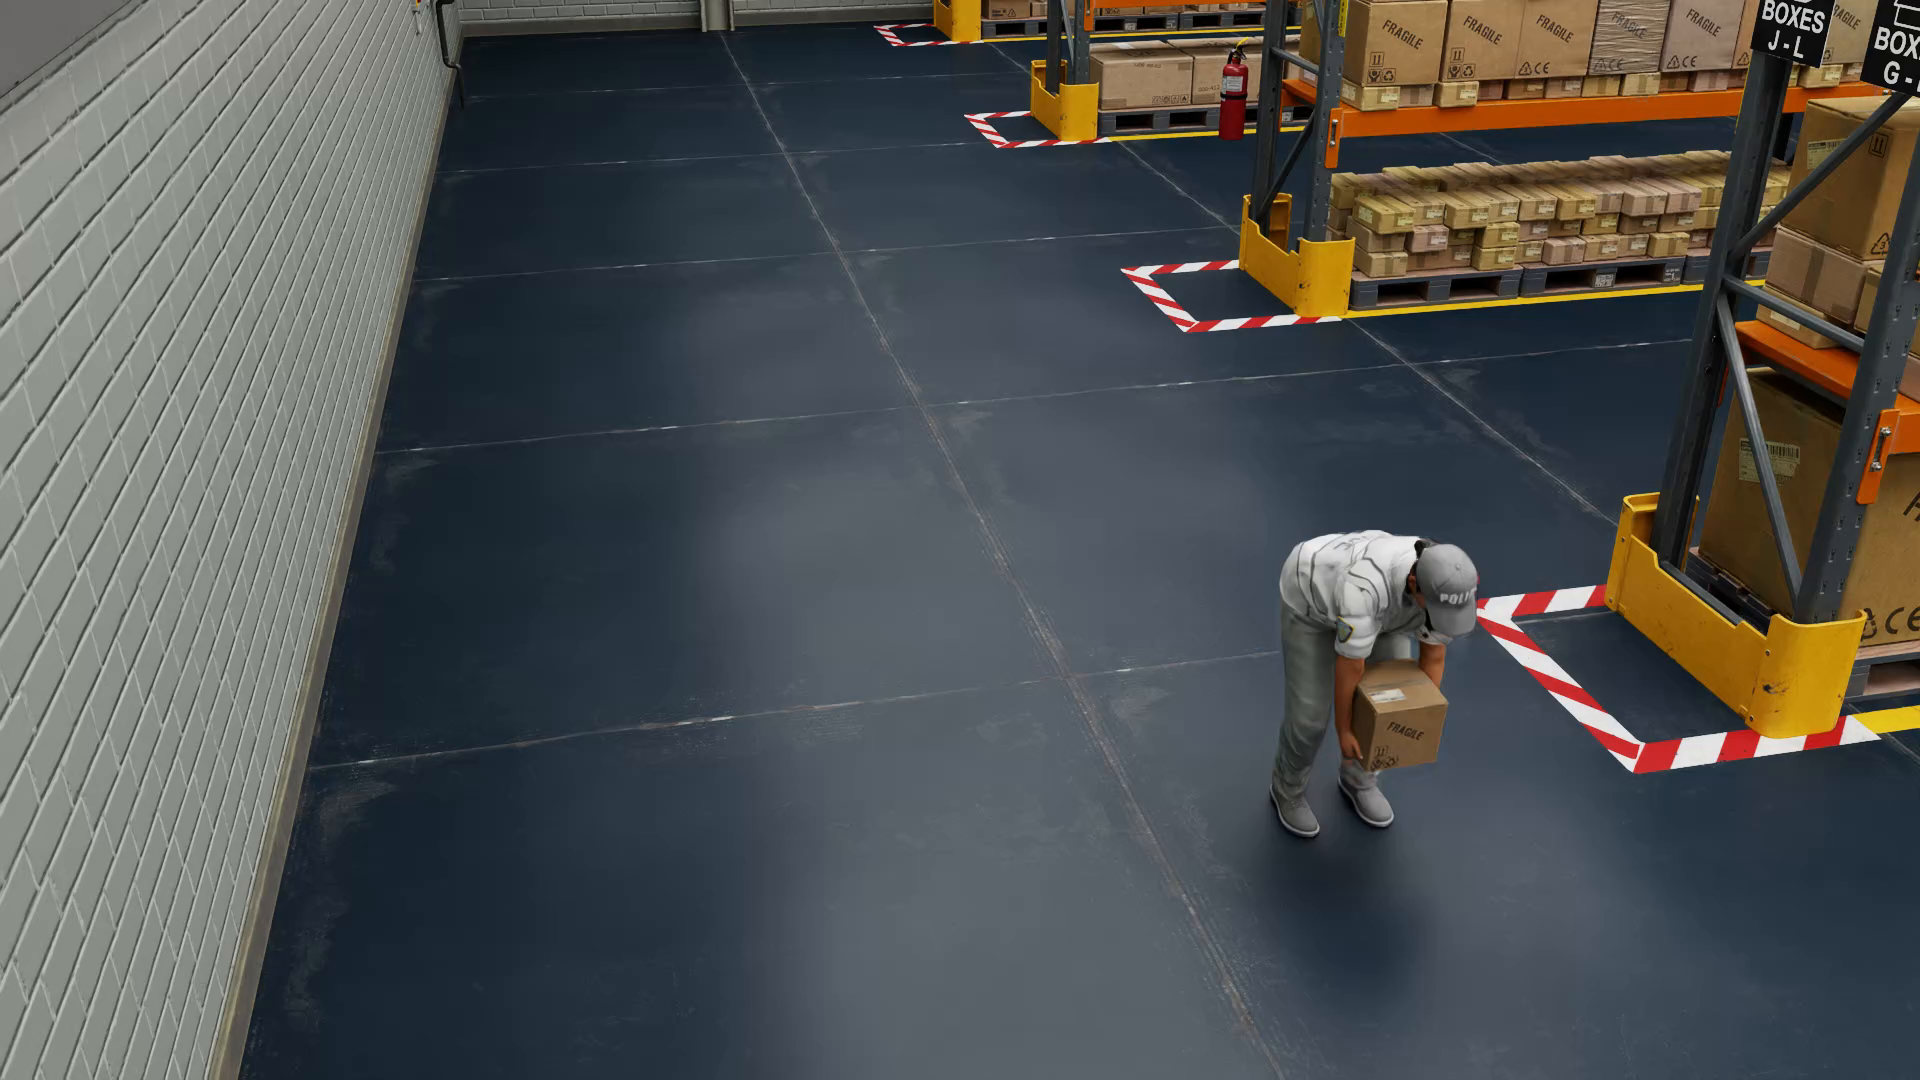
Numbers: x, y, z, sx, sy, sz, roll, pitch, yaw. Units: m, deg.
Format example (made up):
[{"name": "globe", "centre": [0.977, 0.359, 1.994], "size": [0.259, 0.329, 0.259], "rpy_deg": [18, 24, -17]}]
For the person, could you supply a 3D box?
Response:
[{"name": "person", "centre": [1.382, 0.471, 5.574], "size": [0.458, 1.323, 0.875], "rpy_deg": [-7, 28, -13]}]
